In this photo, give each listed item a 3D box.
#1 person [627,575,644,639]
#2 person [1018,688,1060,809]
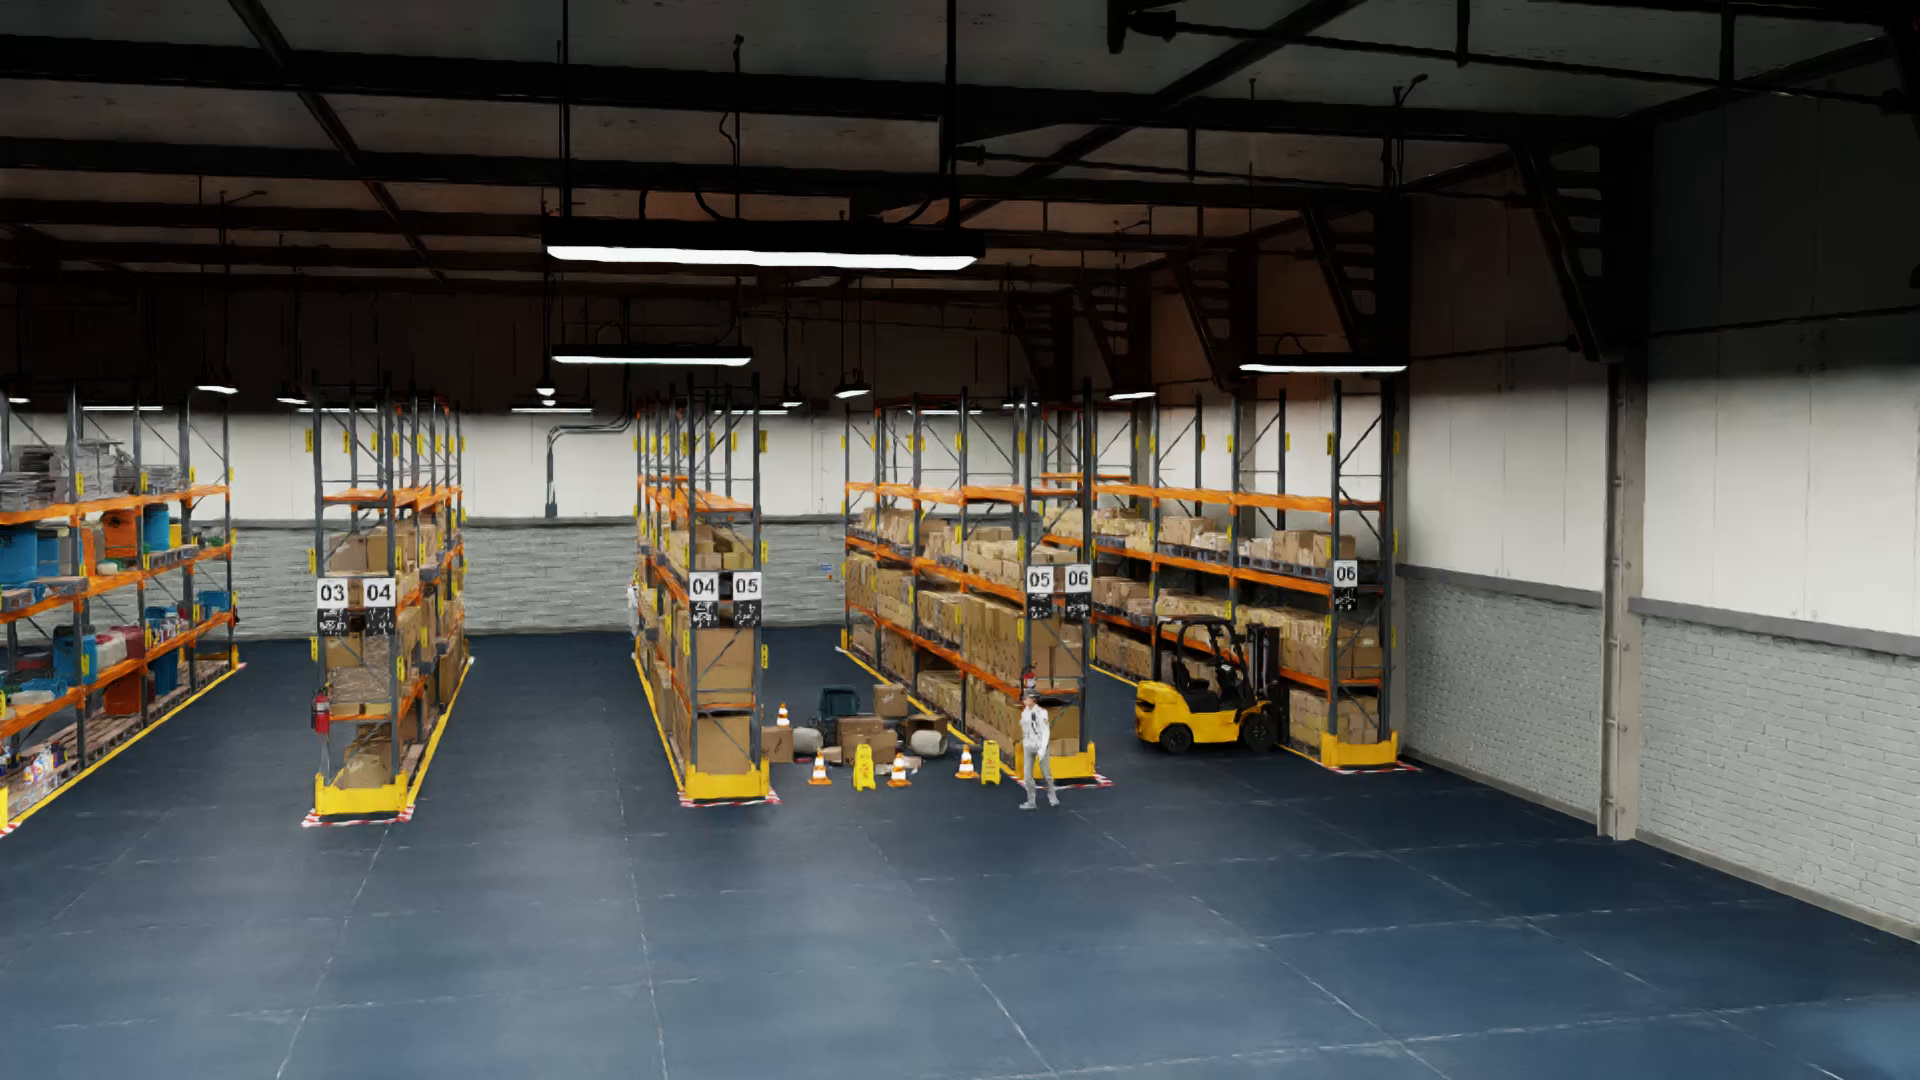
[{"bbox_3d":[-8.279,1.717,42.785,0.541,1.652,0.581,1,4,24],"label":"person"},{"bbox_3d":[1.077,2.852,22.903,0.510,1.658,0.594,3,4,42],"label":"person"}]
